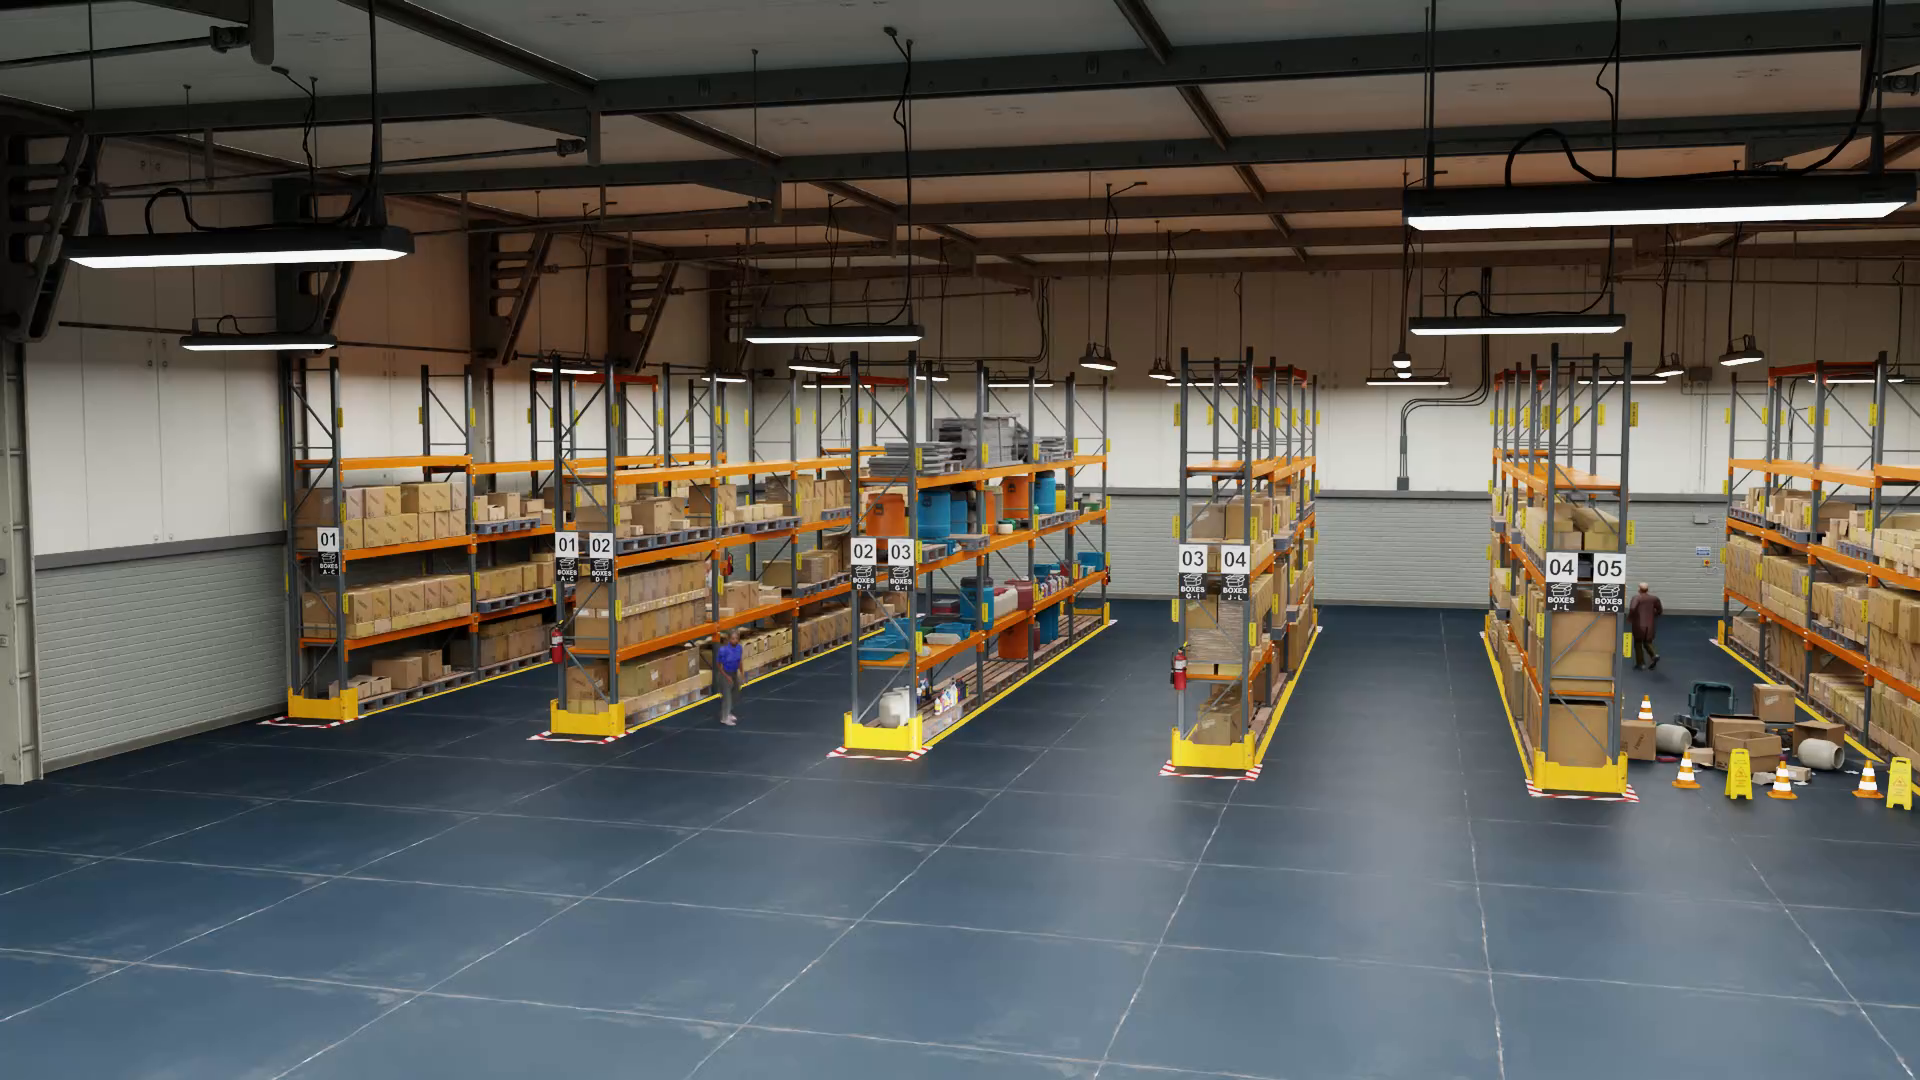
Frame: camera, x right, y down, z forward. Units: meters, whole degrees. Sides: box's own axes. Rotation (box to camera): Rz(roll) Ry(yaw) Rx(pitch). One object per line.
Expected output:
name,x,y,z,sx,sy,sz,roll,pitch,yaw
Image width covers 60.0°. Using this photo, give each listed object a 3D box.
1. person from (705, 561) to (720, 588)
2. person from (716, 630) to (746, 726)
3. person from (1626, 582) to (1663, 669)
person,-5.860,1.342,38.559,0.716,1.674,0.637,0,4,-1
person,-3.790,2.235,27.086,0.718,1.588,0.570,4,6,44
person,13.636,1.720,33.003,0.711,1.731,0.850,0,4,0
